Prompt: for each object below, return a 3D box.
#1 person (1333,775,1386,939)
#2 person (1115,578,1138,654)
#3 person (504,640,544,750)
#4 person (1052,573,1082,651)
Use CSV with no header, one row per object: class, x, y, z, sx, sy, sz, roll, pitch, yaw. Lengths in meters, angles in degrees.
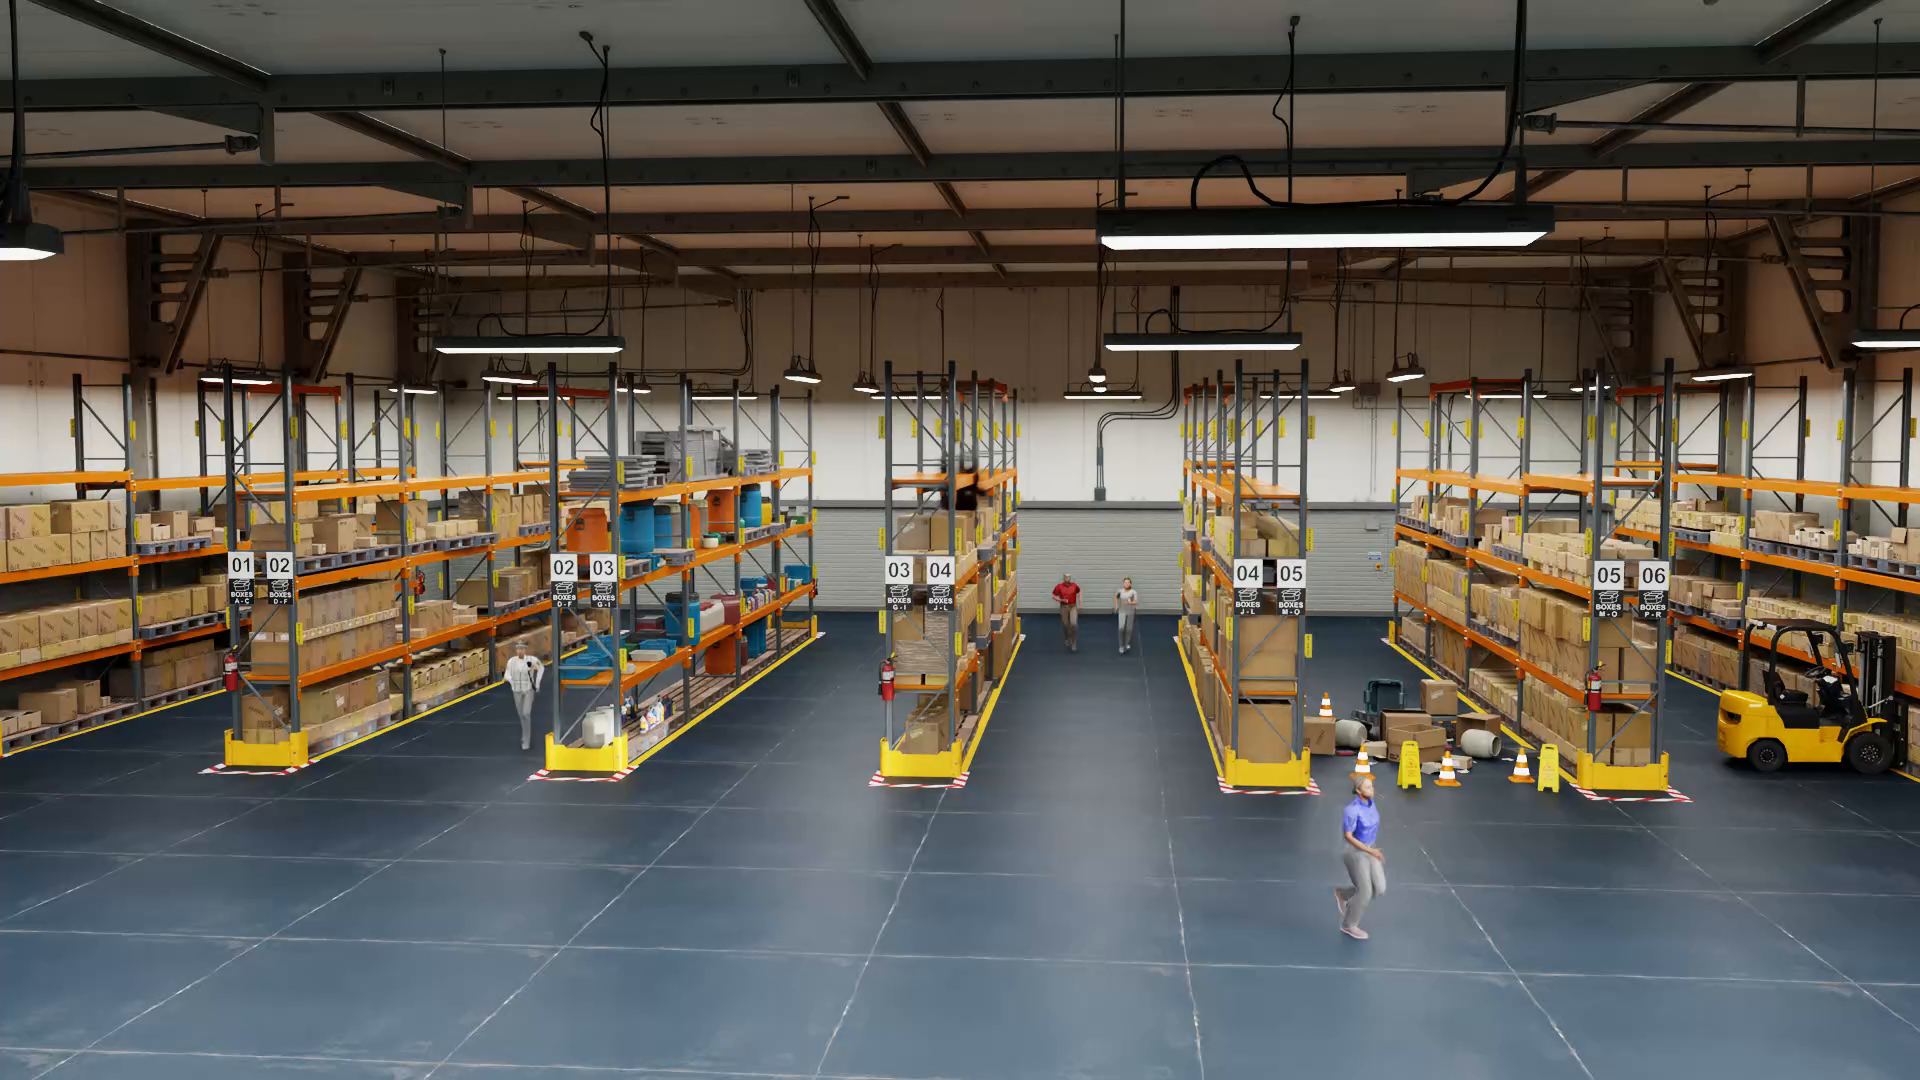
person,3.972,3.129,16.466,0.631,1.606,0.589,4,5,43
person,3.748,1.703,37.505,0.534,1.719,0.738,0,4,7
person,-6.928,2.434,26.379,0.556,1.744,0.805,0,4,5
person,2.454,1.637,38.162,0.693,1.783,0.766,0,4,-3
